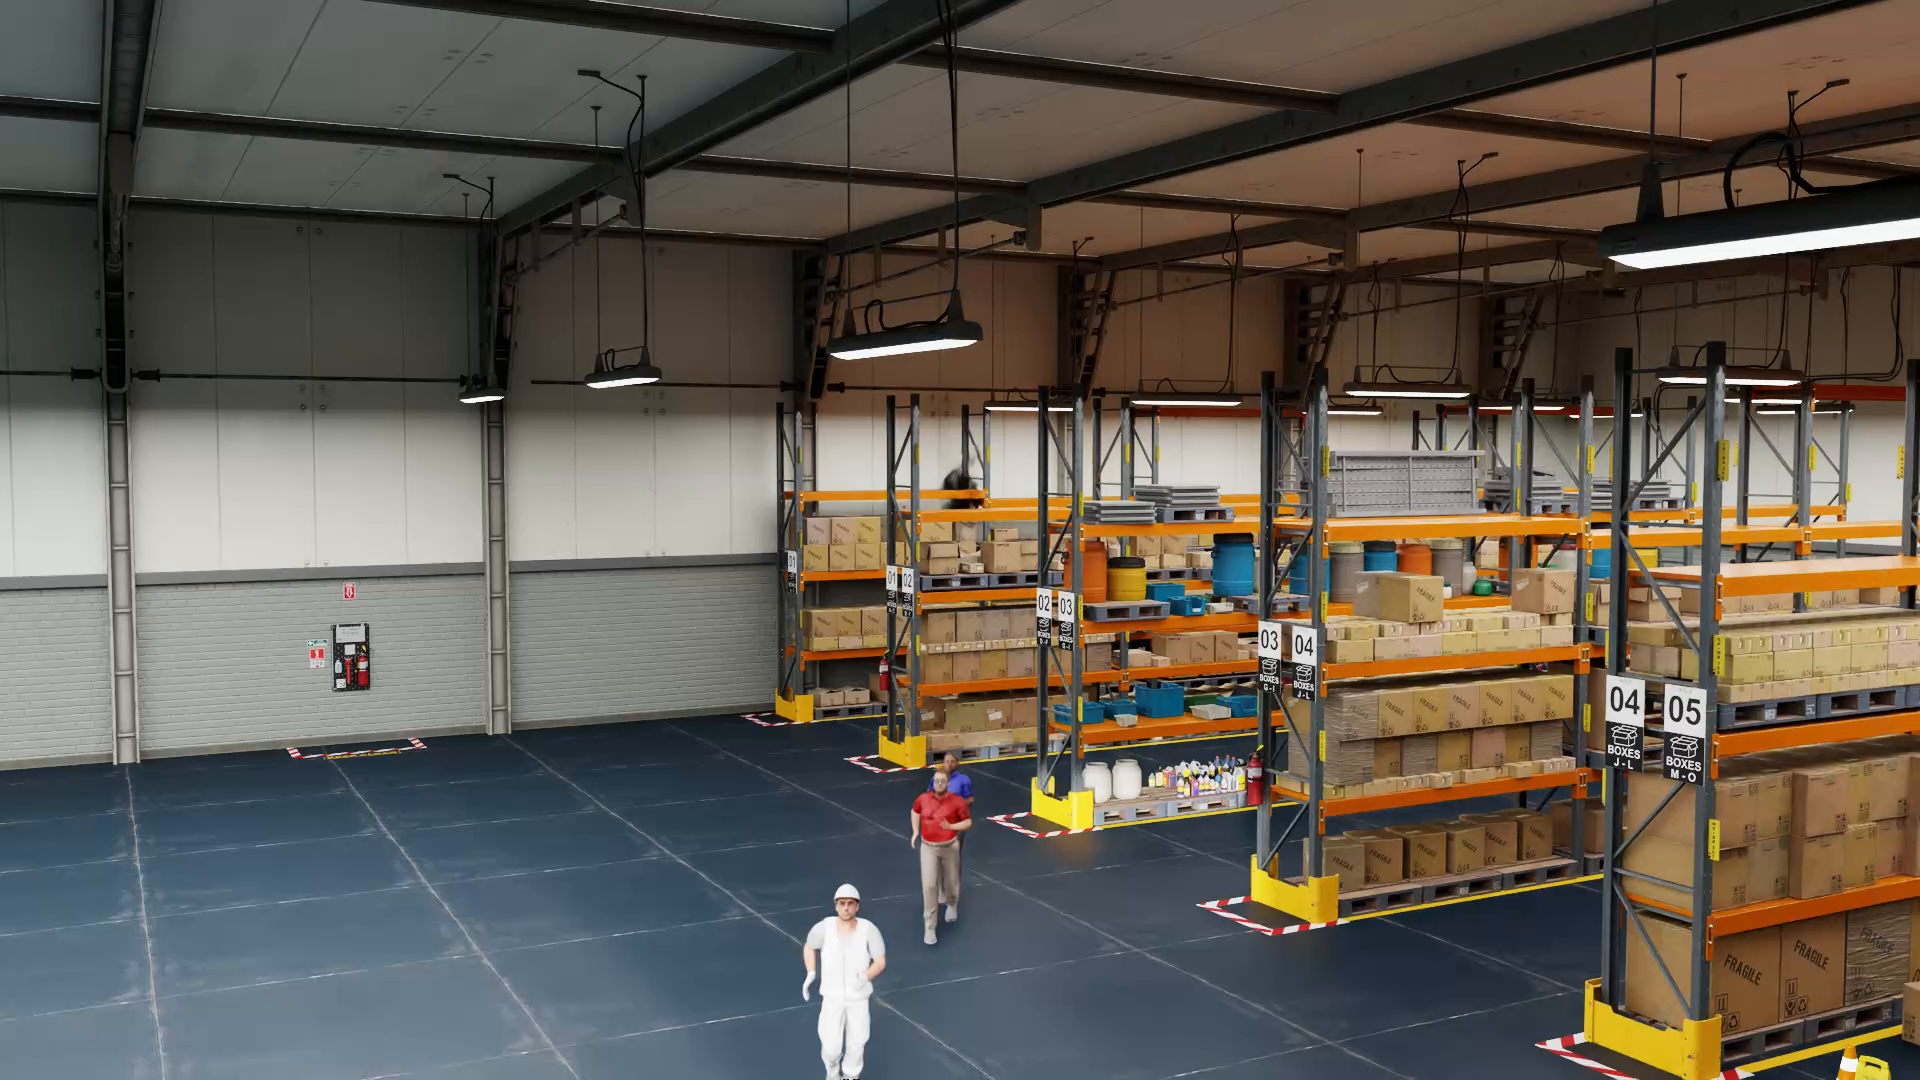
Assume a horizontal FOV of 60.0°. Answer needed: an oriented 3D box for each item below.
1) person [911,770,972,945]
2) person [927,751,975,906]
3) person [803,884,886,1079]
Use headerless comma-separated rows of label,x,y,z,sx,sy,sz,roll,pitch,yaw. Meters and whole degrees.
person,-0.206,3.288,17.543,0.661,1.722,0.963,0,3,4
person,-0.111,3.262,18.962,0.556,1.717,0.711,0,3,2
person,-0.896,3.549,12.892,0.650,1.742,0.607,0,3,-3
